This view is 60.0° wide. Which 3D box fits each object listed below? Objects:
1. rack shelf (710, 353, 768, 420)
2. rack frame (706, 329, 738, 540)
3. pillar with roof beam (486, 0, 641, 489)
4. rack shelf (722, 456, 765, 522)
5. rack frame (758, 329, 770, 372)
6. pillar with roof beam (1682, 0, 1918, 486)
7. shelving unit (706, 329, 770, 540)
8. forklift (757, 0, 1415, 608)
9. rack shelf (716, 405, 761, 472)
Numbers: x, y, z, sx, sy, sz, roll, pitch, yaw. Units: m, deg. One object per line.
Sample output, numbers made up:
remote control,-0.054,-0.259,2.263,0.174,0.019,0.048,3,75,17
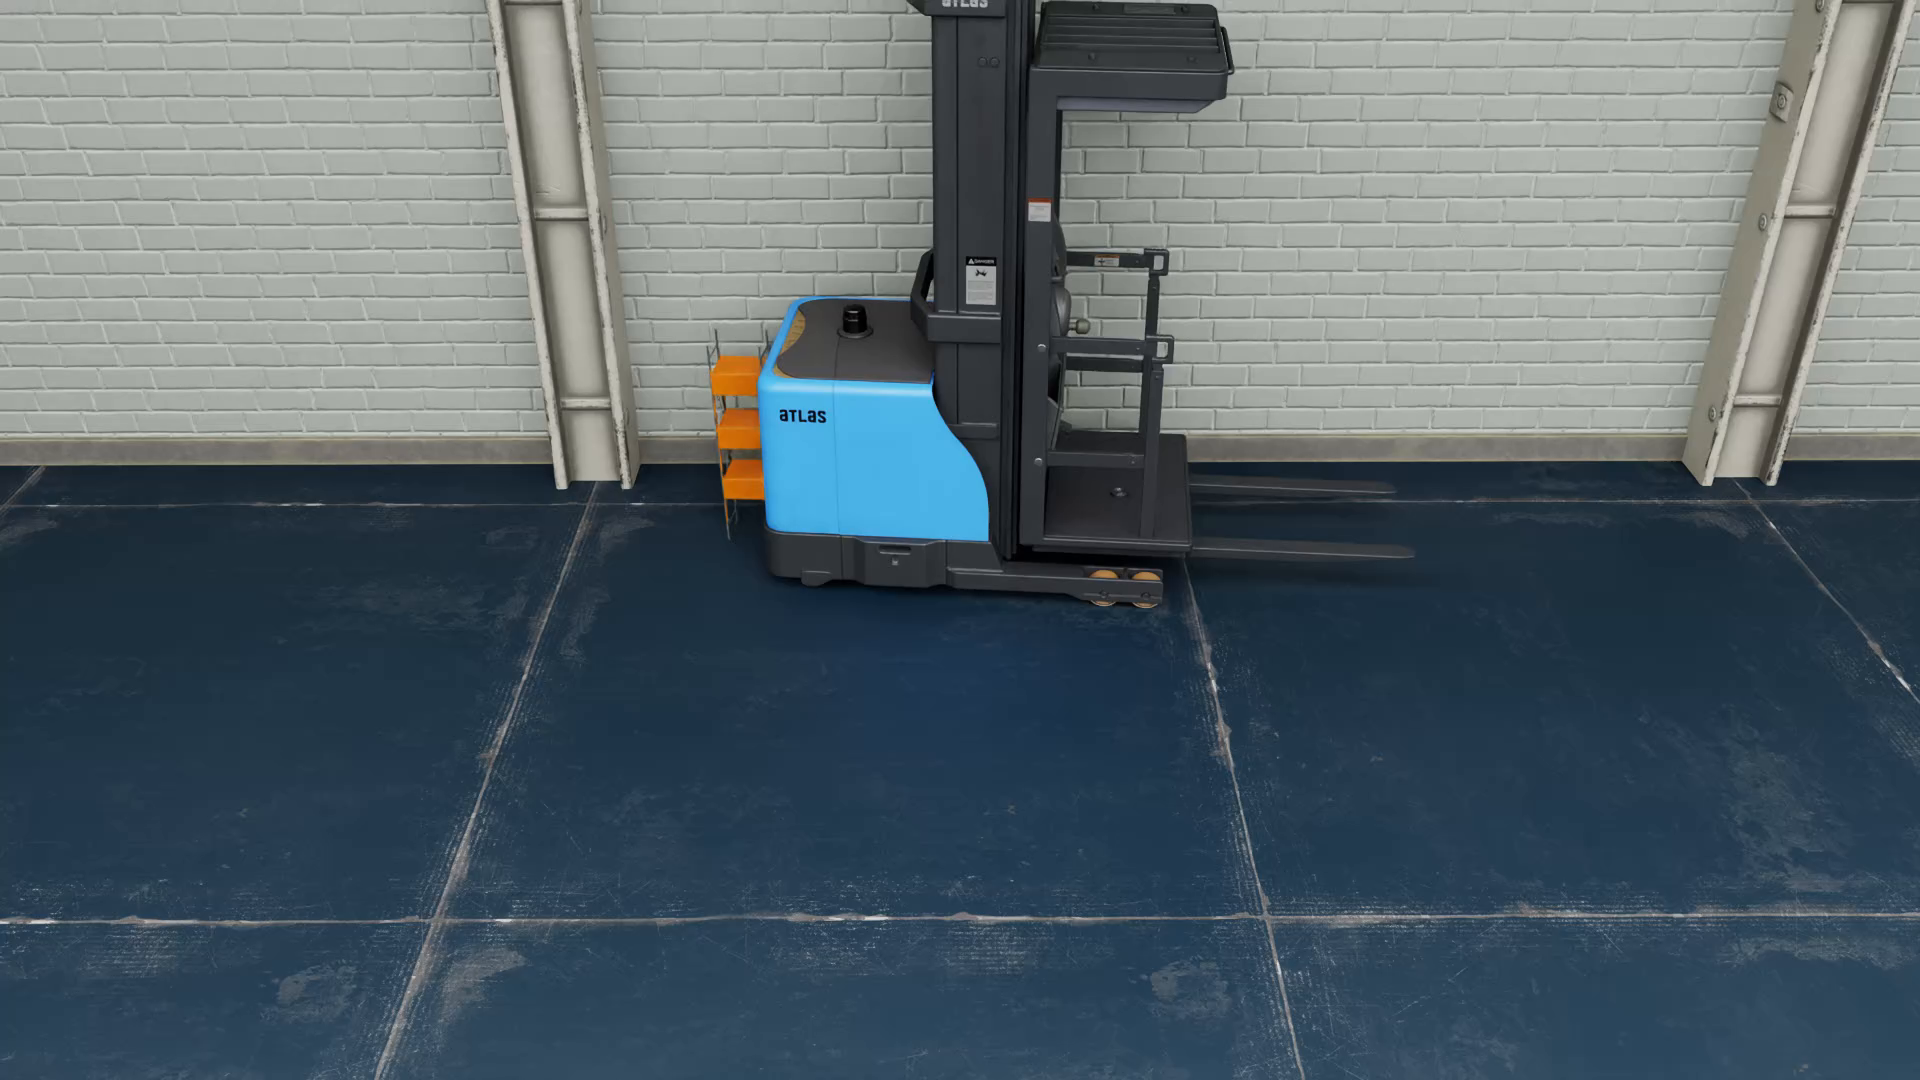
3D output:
rack shelf,-1.036,-0.731,7.909,0.240,0.259,0.215,2,31,5
rack frame,-1.150,-0.500,8.062,0.008,1.050,0.200,2,31,5
pillar with roof beam,-1.887,-1.962,2.809,0.400,9.000,9.100,0,31,0
rack shelf,-1.021,-0.250,8.199,0.240,0.259,0.215,2,31,5
rack frame,-0.907,-0.494,8.039,0.008,1.050,0.200,2,31,5
pillar with roof beam,4.112,-1.981,2.839,0.400,9.000,9.100,0,31,0
shelving unit,-1.029,-0.497,8.050,0.252,1.050,0.215,2,31,5
forklift,0.626,-1.225,7.443,3.031,2.935,1.130,3,31,4
rack shelf,-1.029,-0.488,8.056,0.240,0.259,0.215,2,31,5
